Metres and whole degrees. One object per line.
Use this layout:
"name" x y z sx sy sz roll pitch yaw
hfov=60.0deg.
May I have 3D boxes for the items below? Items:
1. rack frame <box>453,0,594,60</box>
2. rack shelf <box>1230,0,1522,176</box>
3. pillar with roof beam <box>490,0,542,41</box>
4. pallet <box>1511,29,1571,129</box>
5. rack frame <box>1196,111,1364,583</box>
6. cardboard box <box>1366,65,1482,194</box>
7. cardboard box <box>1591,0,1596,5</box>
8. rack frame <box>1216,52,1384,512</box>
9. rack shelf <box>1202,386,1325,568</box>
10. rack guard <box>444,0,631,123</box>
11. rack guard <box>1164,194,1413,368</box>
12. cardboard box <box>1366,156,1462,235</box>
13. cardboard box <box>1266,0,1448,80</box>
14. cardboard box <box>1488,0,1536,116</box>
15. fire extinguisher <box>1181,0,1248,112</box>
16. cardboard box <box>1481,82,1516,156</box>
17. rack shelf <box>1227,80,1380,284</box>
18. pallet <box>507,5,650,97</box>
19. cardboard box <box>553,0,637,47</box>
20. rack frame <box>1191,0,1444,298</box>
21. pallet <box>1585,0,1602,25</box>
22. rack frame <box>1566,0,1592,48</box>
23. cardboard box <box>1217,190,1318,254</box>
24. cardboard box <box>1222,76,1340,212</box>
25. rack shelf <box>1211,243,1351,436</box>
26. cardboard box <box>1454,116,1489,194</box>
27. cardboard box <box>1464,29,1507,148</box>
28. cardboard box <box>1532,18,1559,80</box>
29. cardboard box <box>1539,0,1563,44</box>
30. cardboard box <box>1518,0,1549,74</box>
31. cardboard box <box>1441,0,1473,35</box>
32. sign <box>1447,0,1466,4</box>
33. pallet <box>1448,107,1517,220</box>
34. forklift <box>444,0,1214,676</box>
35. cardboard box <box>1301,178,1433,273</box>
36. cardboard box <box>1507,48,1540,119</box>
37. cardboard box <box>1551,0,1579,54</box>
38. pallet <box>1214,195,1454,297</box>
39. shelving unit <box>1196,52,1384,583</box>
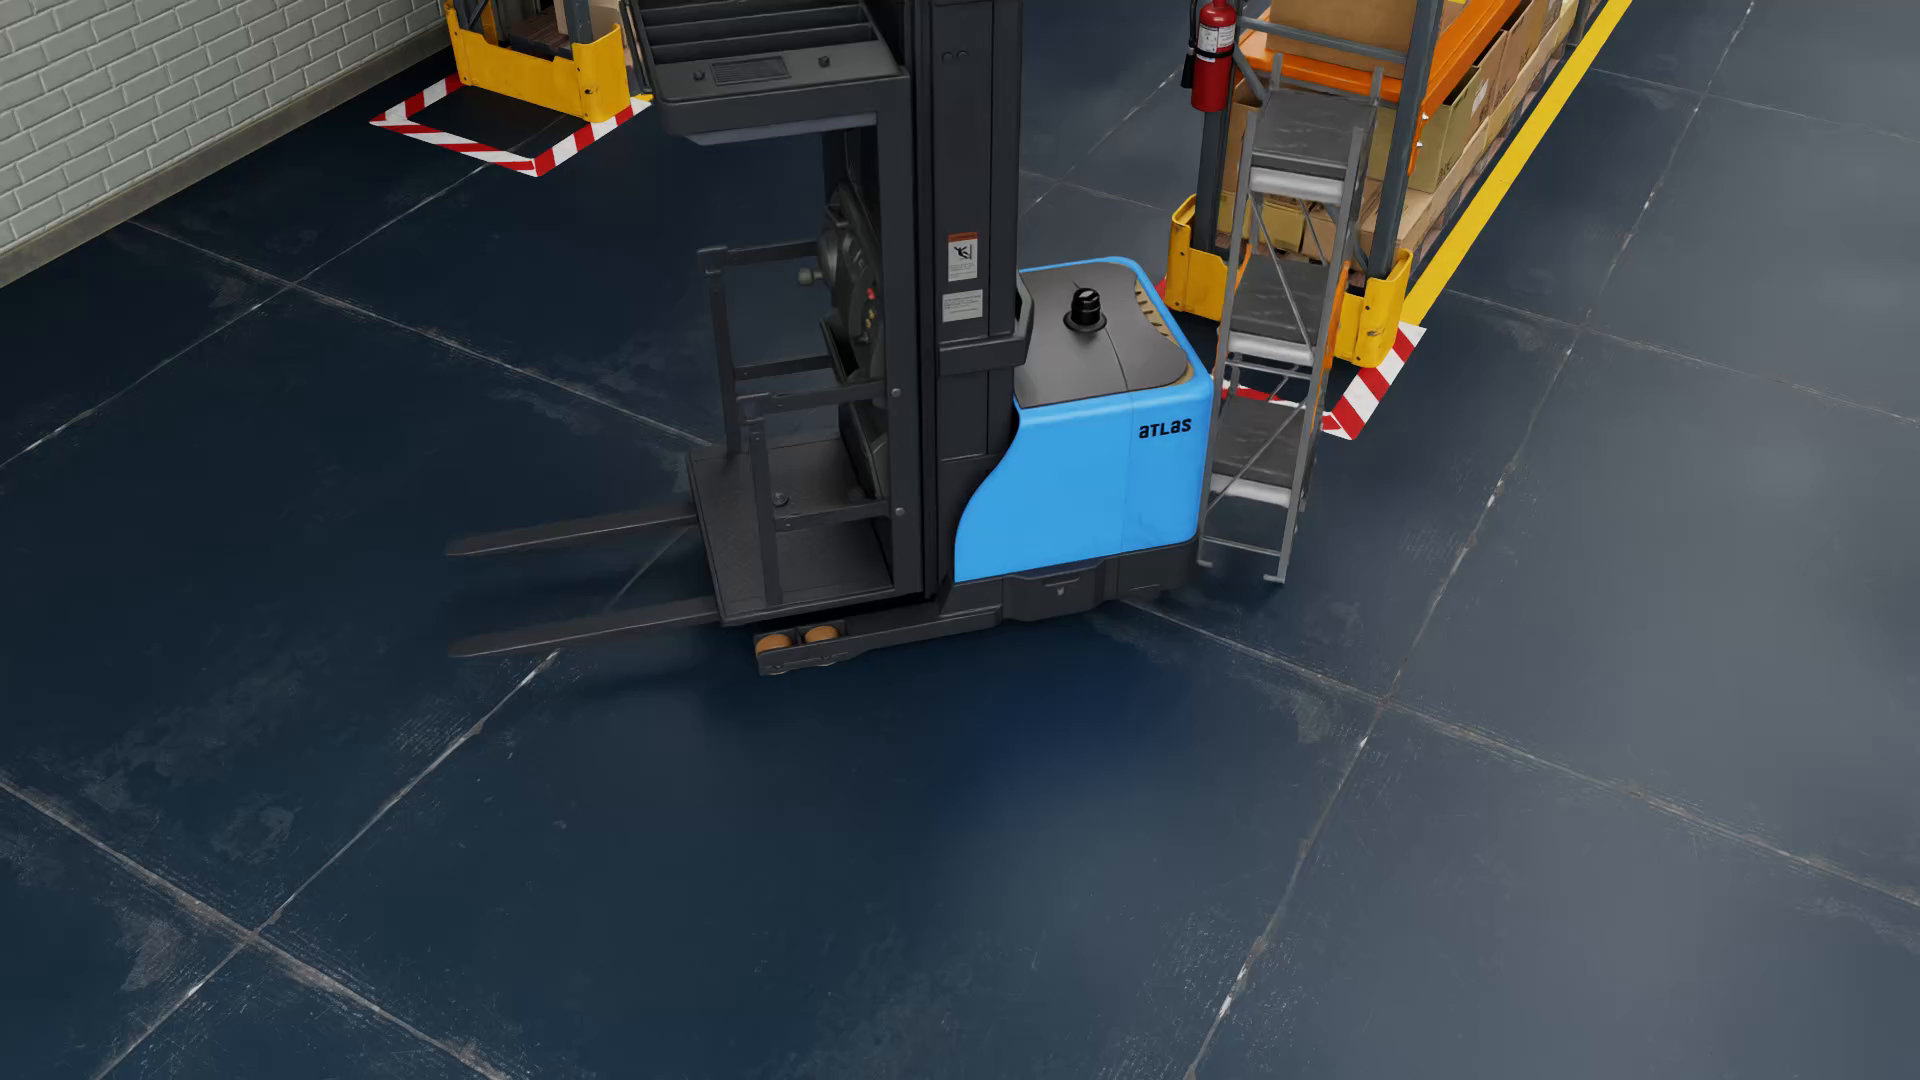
"rack frame" -2.650 -3.900 9.409 1.000 3.000 0.127 21 45 22
"rack shelf" 2.642 -3.138 9.088 1.077 0.370 4.000 21 45 22
"pillar with roof beam" 0.679 -5.414 6.589 9.100 9.000 0.400 21 45 22
"pallet" 3.208 -3.065 10.571 1.003 0.211 1.213 21 45 22
"rack frame" 1.185 -0.653 6.403 0.400 2.100 0.015 13 43 14
"cardboard box" 2.350 -2.191 8.664 0.500 0.500 0.500 21 45 22
"cardboard box" 4.059 -3.827 11.089 0.500 0.250 0.500 20 45 21
"rack frame" 1.342 -0.959 6.750 0.400 2.100 0.015 13 43 14
"rack shelf" 1.264 -0.271 7.048 0.431 0.518 0.480 13 43 14
"rack guard" -2.612 -3.005 10.285 1.175 0.500 0.348 21 45 22
"rack guard" 1.629 -1.312 8.362 1.175 0.500 0.348 21 45 22
"cardboard box" 2.349 -1.910 8.912 0.500 0.250 0.500 21 45 22
"cardboard box" 1.885 -2.564 7.817 0.700 0.500 0.500 21 45 22
"cardboard box" 2.855 -2.762 9.312 0.500 0.500 0.500 21 45 22
"fire extinguisher" 1.179 -2.321 7.674 0.296 0.674 0.183 21 45 22
"cardboard box" 2.854 -2.481 9.560 0.500 0.250 0.500 21 45 22
"rack shelf" 1.264 -1.321 6.123 0.431 0.518 0.480 13 43 14
"pallet" -2.175 -3.350 10.895 1.003 0.211 1.213 21 45 22
"cardboard box" -2.226 -3.422 10.568 0.500 0.311 0.500 16 44 17
"rack frame" 1.641 -2.264 7.551 1.000 3.000 0.127 21 45 22
"pallet" 3.977 -3.941 11.565 1.003 0.211 1.213 21 45 22
"rack frame" 3.642 -4.553 10.150 1.000 3.000 0.127 21 45 22
"cardboard box" 1.653 -1.794 8.781 0.500 0.250 0.500 21 45 22
"cardboard box" 1.651 -2.076 8.534 0.500 0.500 0.500 21 45 22
"rack shelf" 1.264 -0.796 6.586 0.431 0.518 0.480 13 43 14
"cardboard box" 2.599 -2.196 9.237 0.500 0.250 0.500 21 45 22
"cardboard box" 2.589 -2.481 8.994 0.500 0.500 0.500 21 45 22
"cardboard box" 3.341 -3.058 10.216 0.500 0.250 0.500 21 45 22
"cardboard box" 3.339 -3.340 9.968 0.500 0.500 0.500 21 45 22
"cardboard box" 3.092 -3.053 9.642 0.500 0.500 0.500 21 45 22
"cardboard box" 2.144 -2.866 8.160 0.700 0.500 0.500 22 46 23
"sign" 2.118 -2.432 7.027 0.100 0.325 0.005 21 45 22
"pallet" 2.599 -2.364 9.775 1.003 0.211 1.213 21 45 22
"forklift" -0.587 -0.949 6.110 3.031 2.935 1.130 -10 42 -11
"cardboard box" 2.102 -1.623 8.586 0.500 0.250 0.500 21 45 22
"cardboard box" 3.103 -2.767 9.885 0.500 0.250 0.500 21 45 22
"cardboard box" 3.600 -3.341 10.537 0.500 0.250 0.500 21 45 22
"pallet" 1.987 -1.669 8.985 1.003 0.211 1.213 21 45 22
"shelving unit" 1.264 -0.806 6.577 0.431 2.100 0.503 13 43 14
